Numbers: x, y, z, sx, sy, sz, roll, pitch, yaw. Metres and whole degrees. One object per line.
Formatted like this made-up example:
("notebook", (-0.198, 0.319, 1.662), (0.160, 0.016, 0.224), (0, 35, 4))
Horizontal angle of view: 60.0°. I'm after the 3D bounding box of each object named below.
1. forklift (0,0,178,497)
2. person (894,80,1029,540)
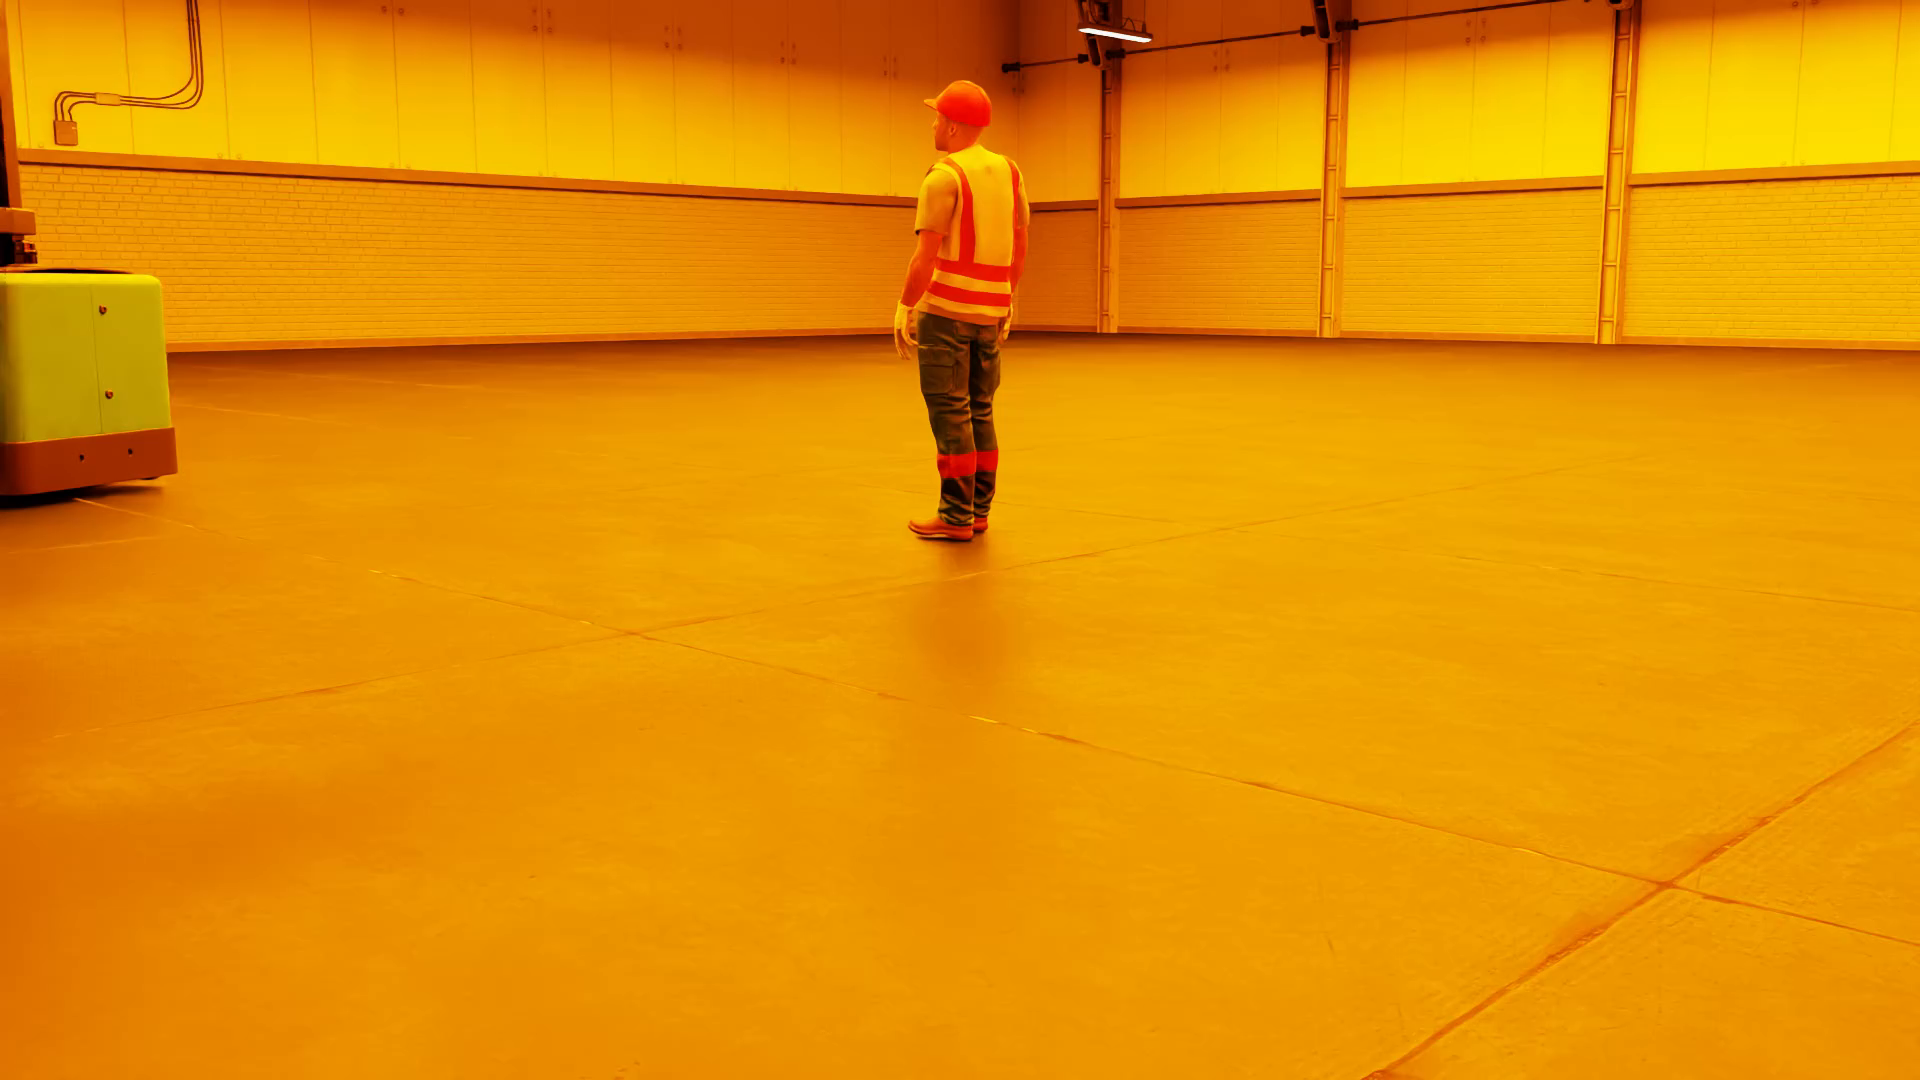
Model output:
("forklift", (-5.568, -1.717, 8.276), (3.031, 2.935, 1.130), (3, 9, 17))
("person", (-0.049, -0.902, 6.647), (0.564, 1.787, 0.637), (8, 12, 43))
